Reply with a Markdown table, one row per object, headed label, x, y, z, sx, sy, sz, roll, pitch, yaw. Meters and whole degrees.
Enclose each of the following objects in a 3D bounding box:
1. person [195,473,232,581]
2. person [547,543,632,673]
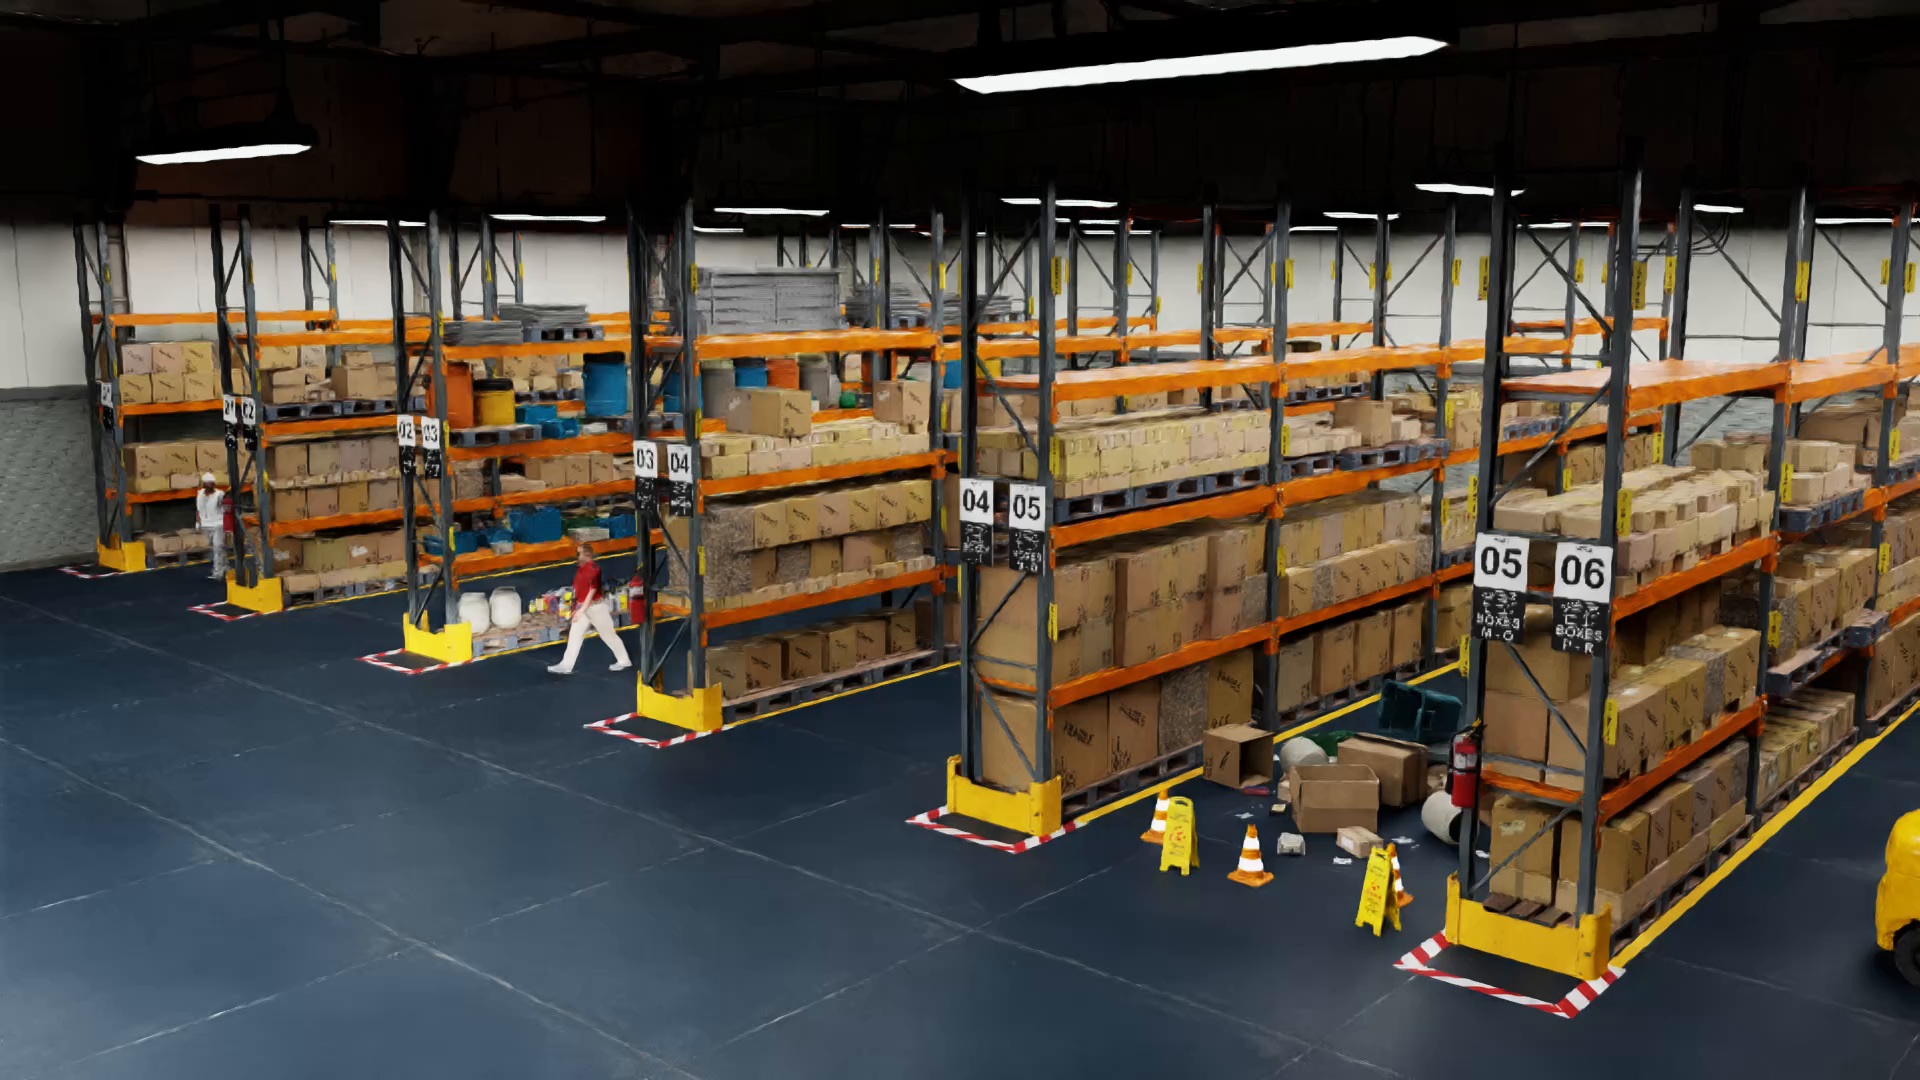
| label | x | y | z | sx | sy | sz | roll | pitch | yaw |
| --- | --- | --- | --- | --- | --- | --- | --- | --- | --- |
| person | -12.317 | -0.237 | 27.409 | 0.594 | 1.757 | 0.946 | 3 | 10 | 15 |
| person | -4.689 | 0.861 | 21.001 | 1.033 | 1.655 | 0.534 | -8 | 12 | -39 |
